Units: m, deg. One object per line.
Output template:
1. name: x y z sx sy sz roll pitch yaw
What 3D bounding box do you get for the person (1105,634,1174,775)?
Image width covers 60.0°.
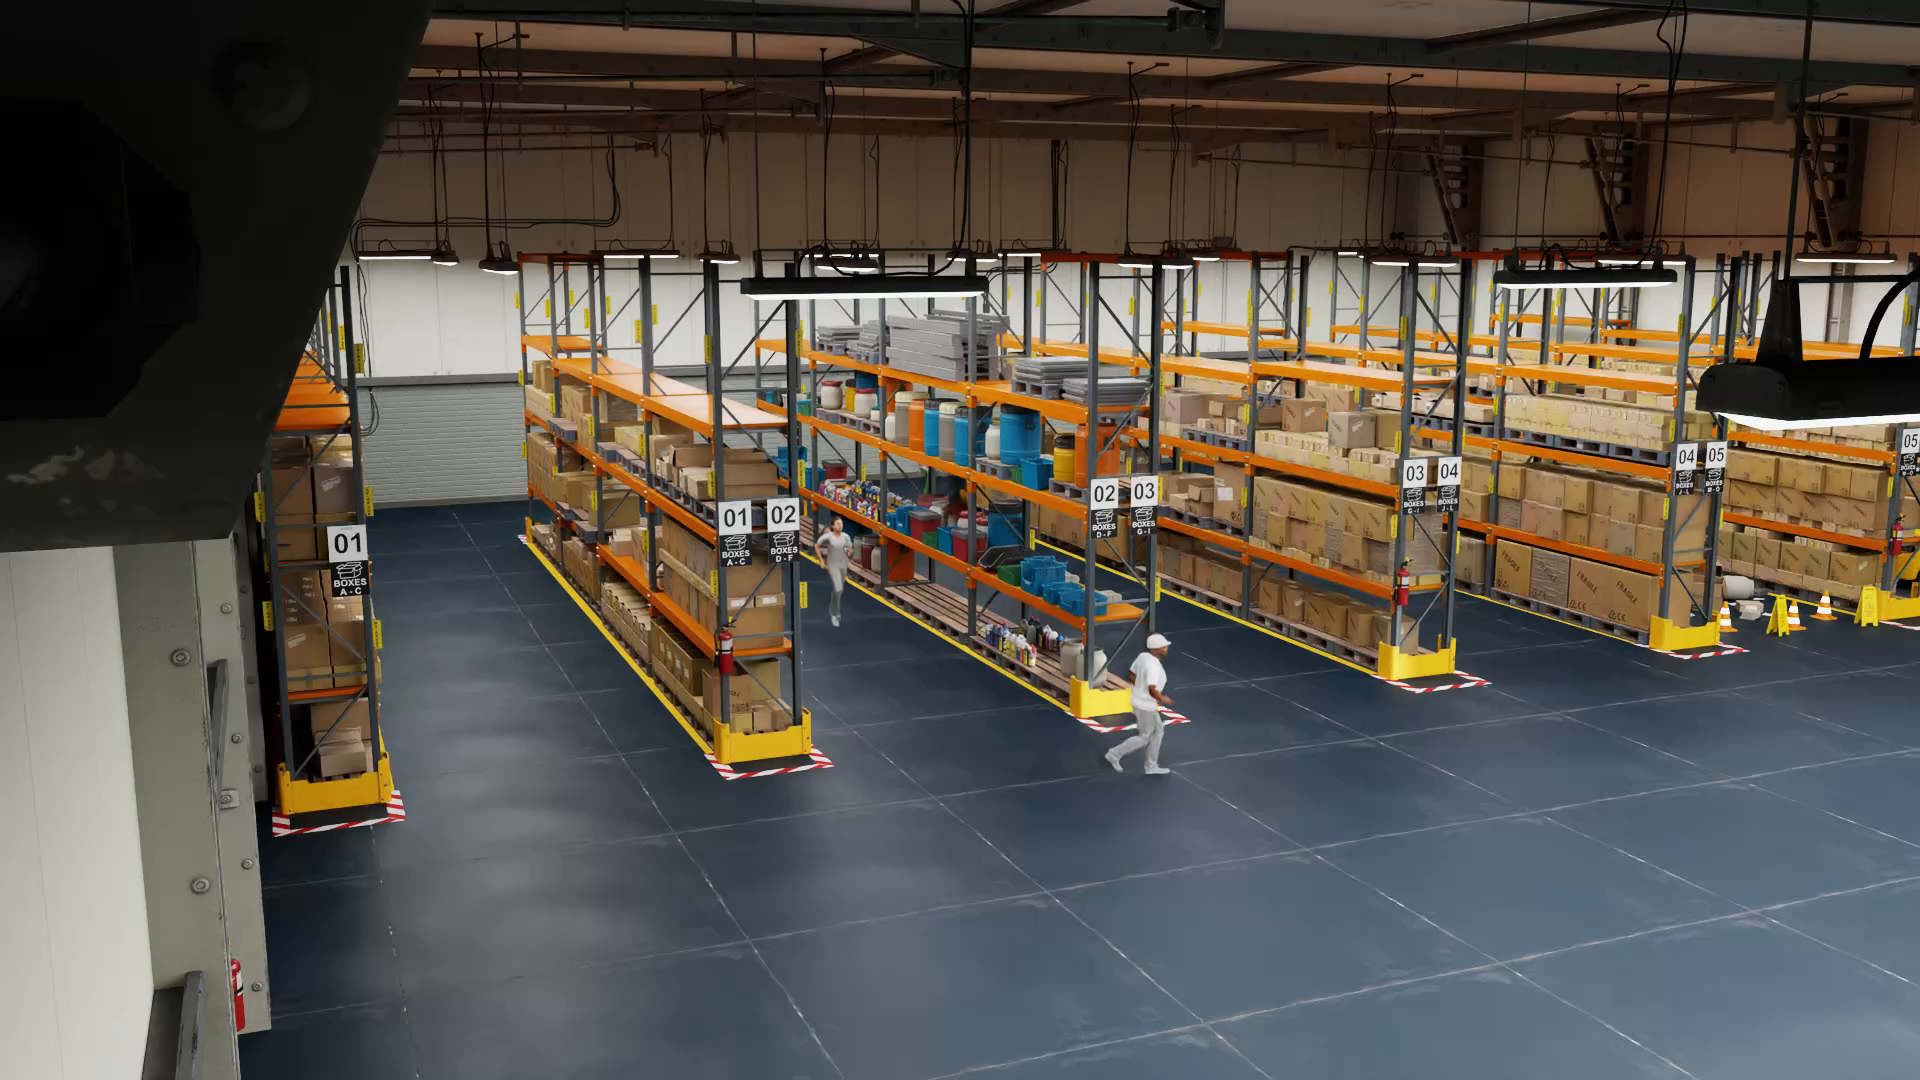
1. person: 2.109 1.955 19.618 0.806 1.716 0.699 -1 10 -3

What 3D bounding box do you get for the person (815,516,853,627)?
1. person: -1.940 0.489 26.195 0.556 1.738 0.688 -6 12 -31

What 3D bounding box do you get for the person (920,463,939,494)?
1. person: -0.685 -1.616 38.800 0.802 1.753 0.641 -9 13 -39
